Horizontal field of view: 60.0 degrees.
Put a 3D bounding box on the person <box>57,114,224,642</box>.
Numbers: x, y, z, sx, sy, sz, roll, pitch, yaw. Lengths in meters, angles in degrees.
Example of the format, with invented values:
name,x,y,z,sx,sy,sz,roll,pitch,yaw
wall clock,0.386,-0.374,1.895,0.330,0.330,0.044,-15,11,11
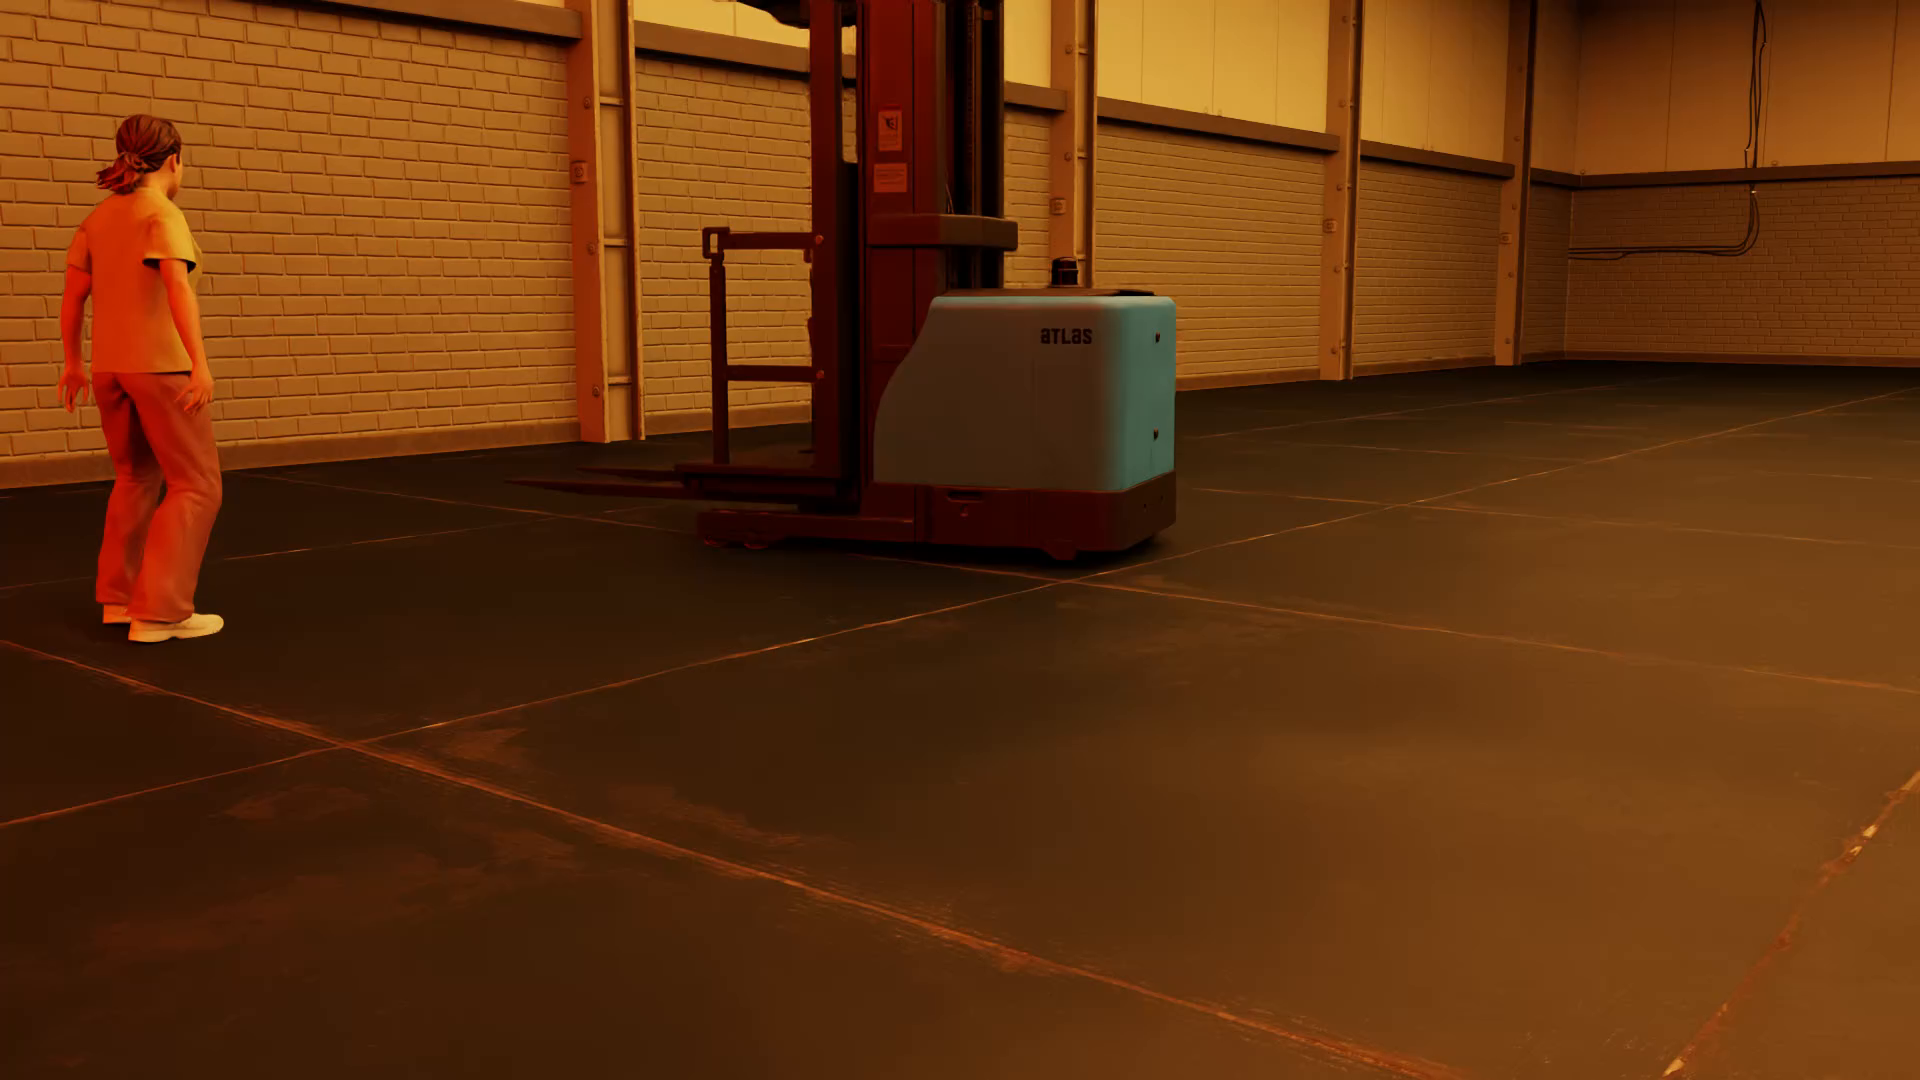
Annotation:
name,x,y,z,sx,sy,sz,roll,pitch,yaw
person,-2.592,-0.512,5.269,0.791,1.645,0.376,4,9,28

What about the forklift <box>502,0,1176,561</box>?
name,x,y,z,sx,sy,sz,roll,pitch,yaw
forklift,-0.606,-1.475,7.361,3.031,2.935,1.130,3,9,20
